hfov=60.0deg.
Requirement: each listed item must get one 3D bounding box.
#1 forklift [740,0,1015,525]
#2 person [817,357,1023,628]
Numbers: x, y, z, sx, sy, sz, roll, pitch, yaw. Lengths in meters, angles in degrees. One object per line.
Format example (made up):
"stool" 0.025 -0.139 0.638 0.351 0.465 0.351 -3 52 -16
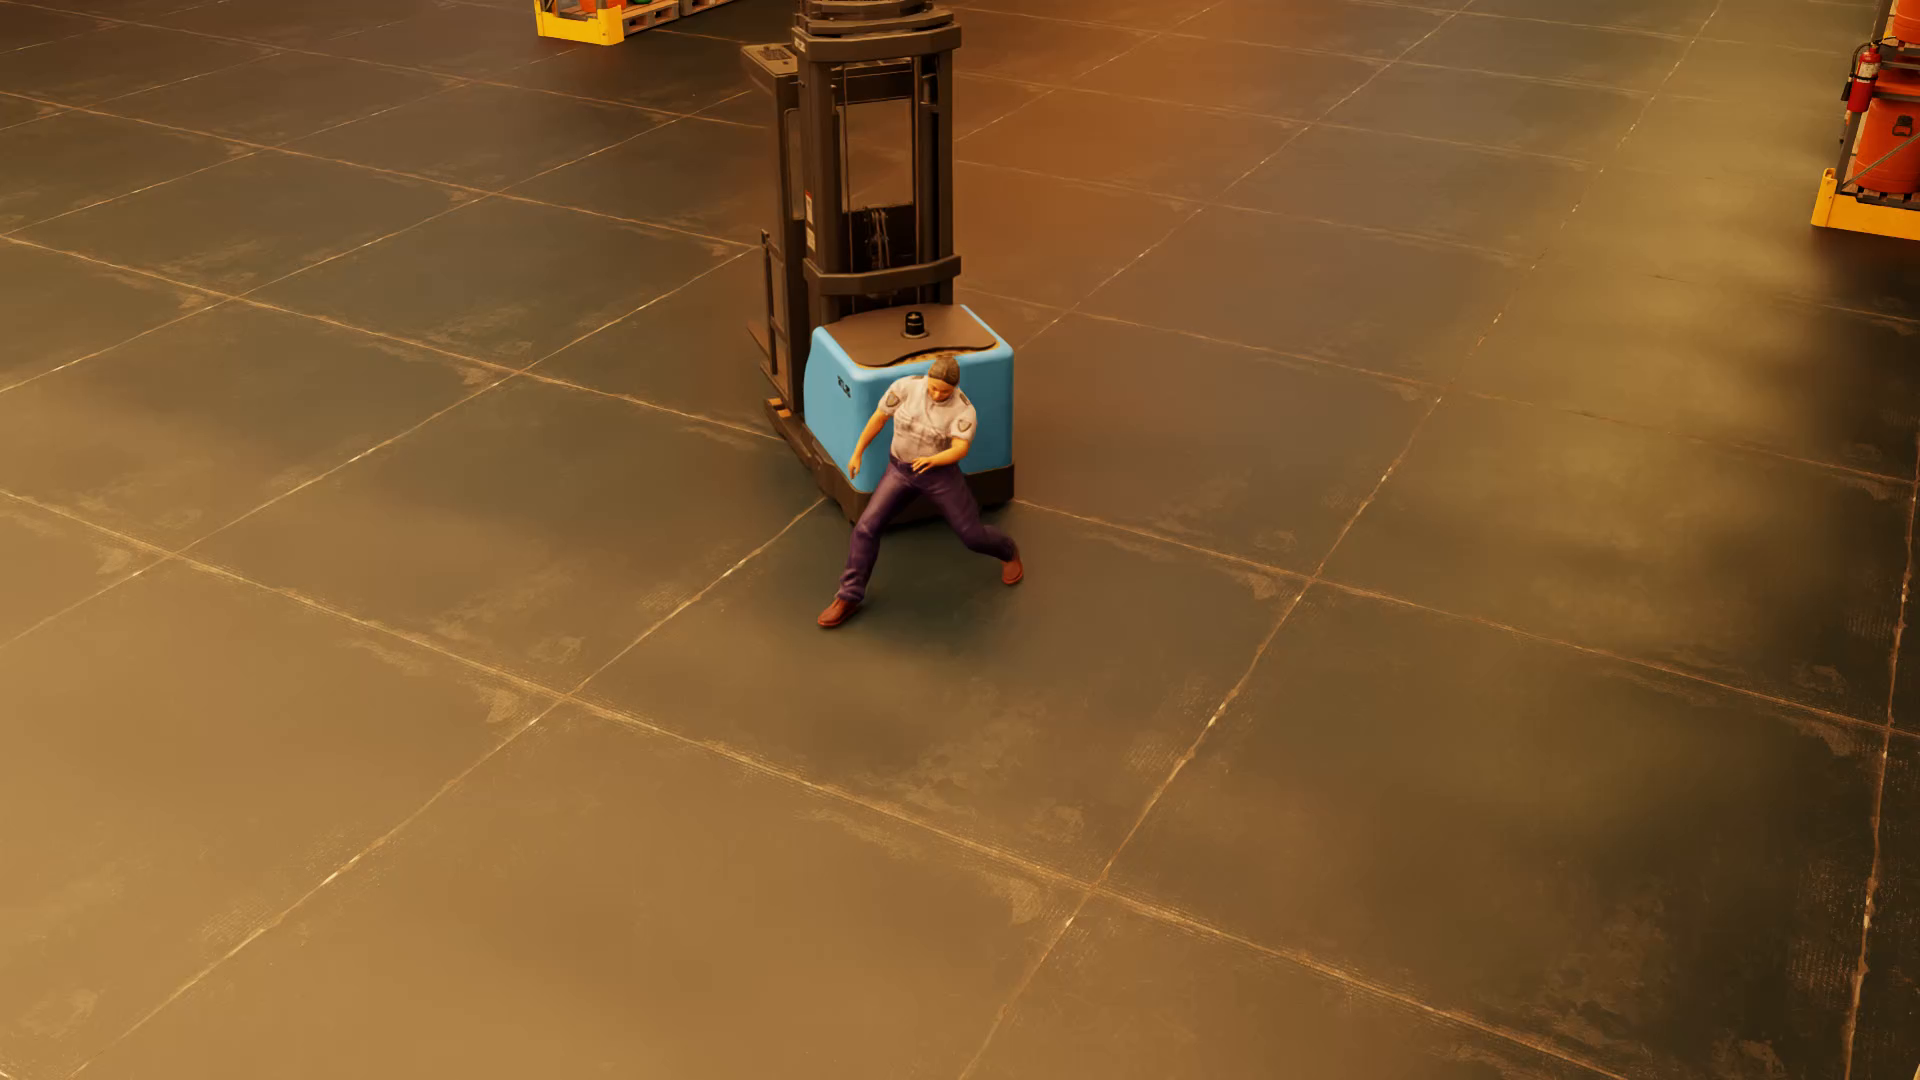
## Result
"forklift" -0.698 -2.059 10.638 1.130 2.935 3.031 -12 32 -19
"person" -0.192 -0.300 9.080 0.958 1.427 1.030 9 31 15
